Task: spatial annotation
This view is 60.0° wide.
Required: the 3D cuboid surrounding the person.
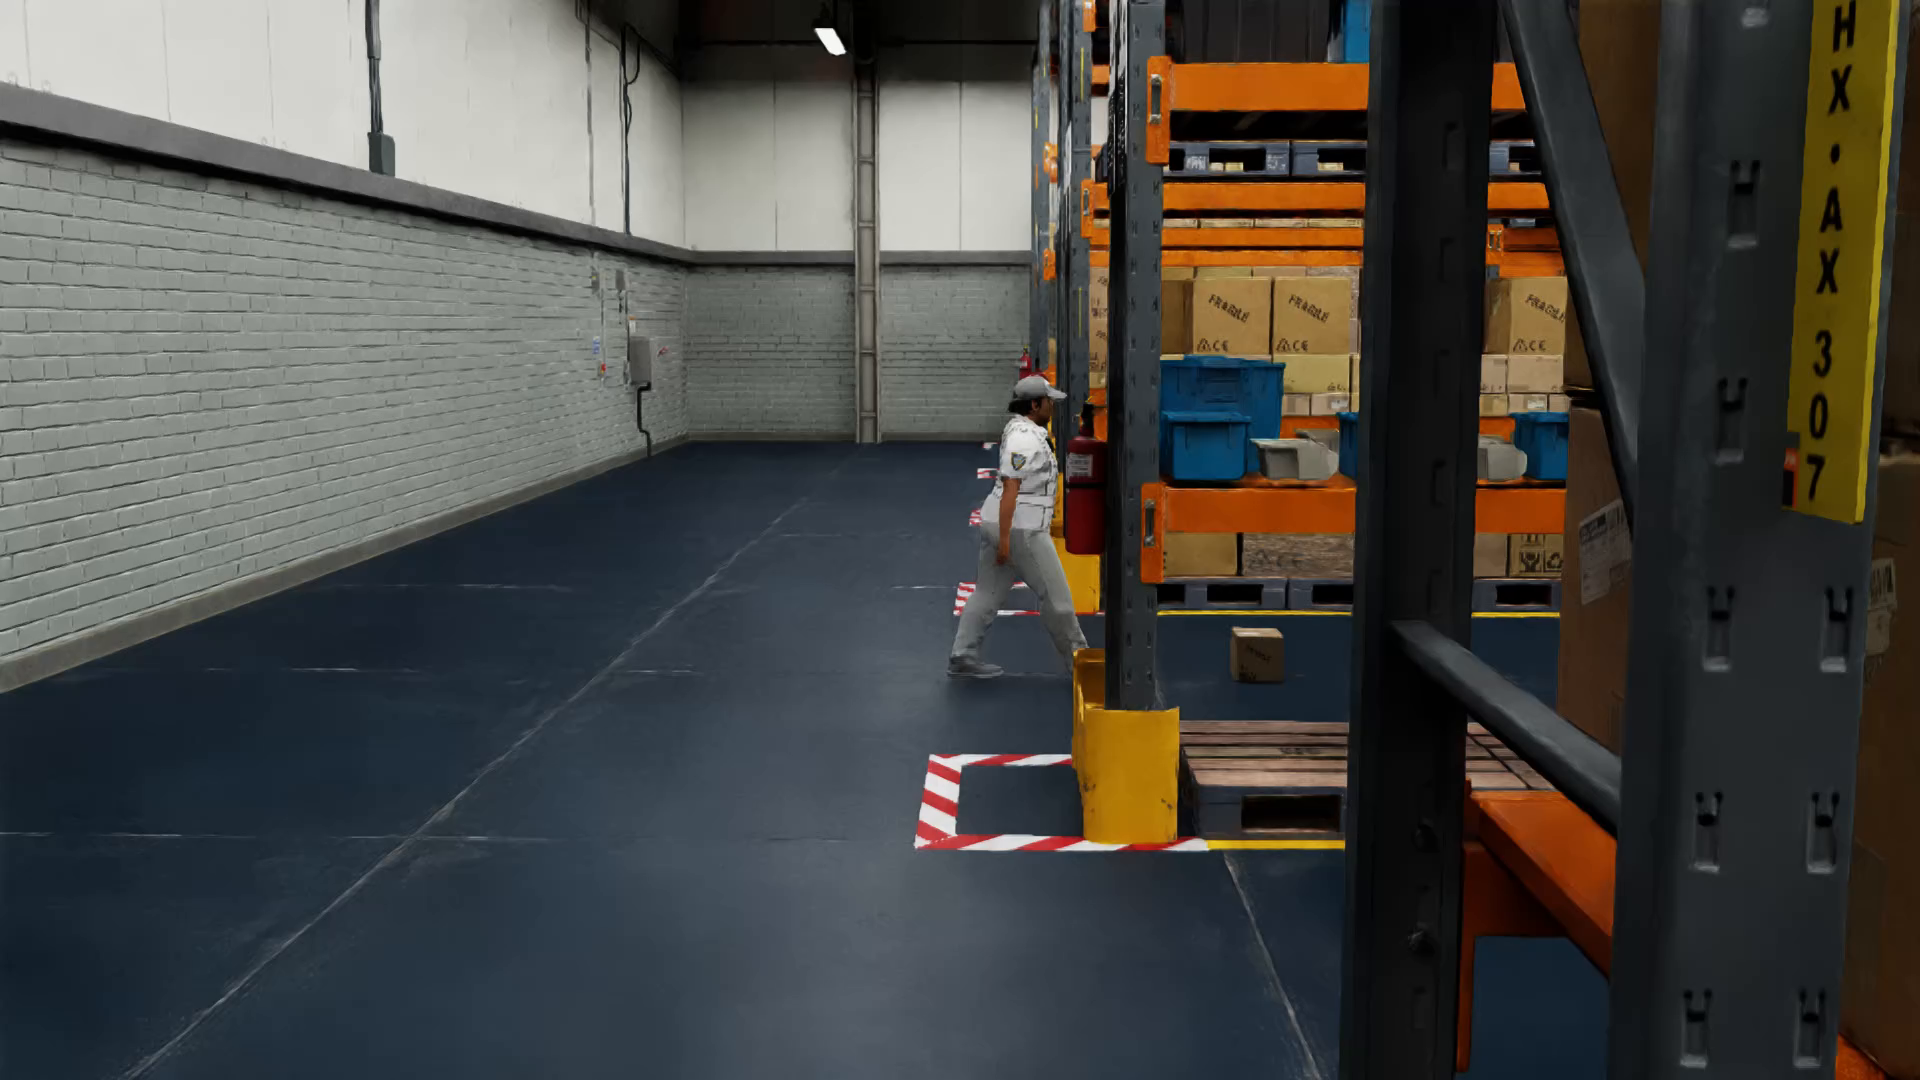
[{"bbox_3d":[0.398,-0.069,8.805,0.923,1.606,0.497,-1,7,-7],"label":"person"}]
